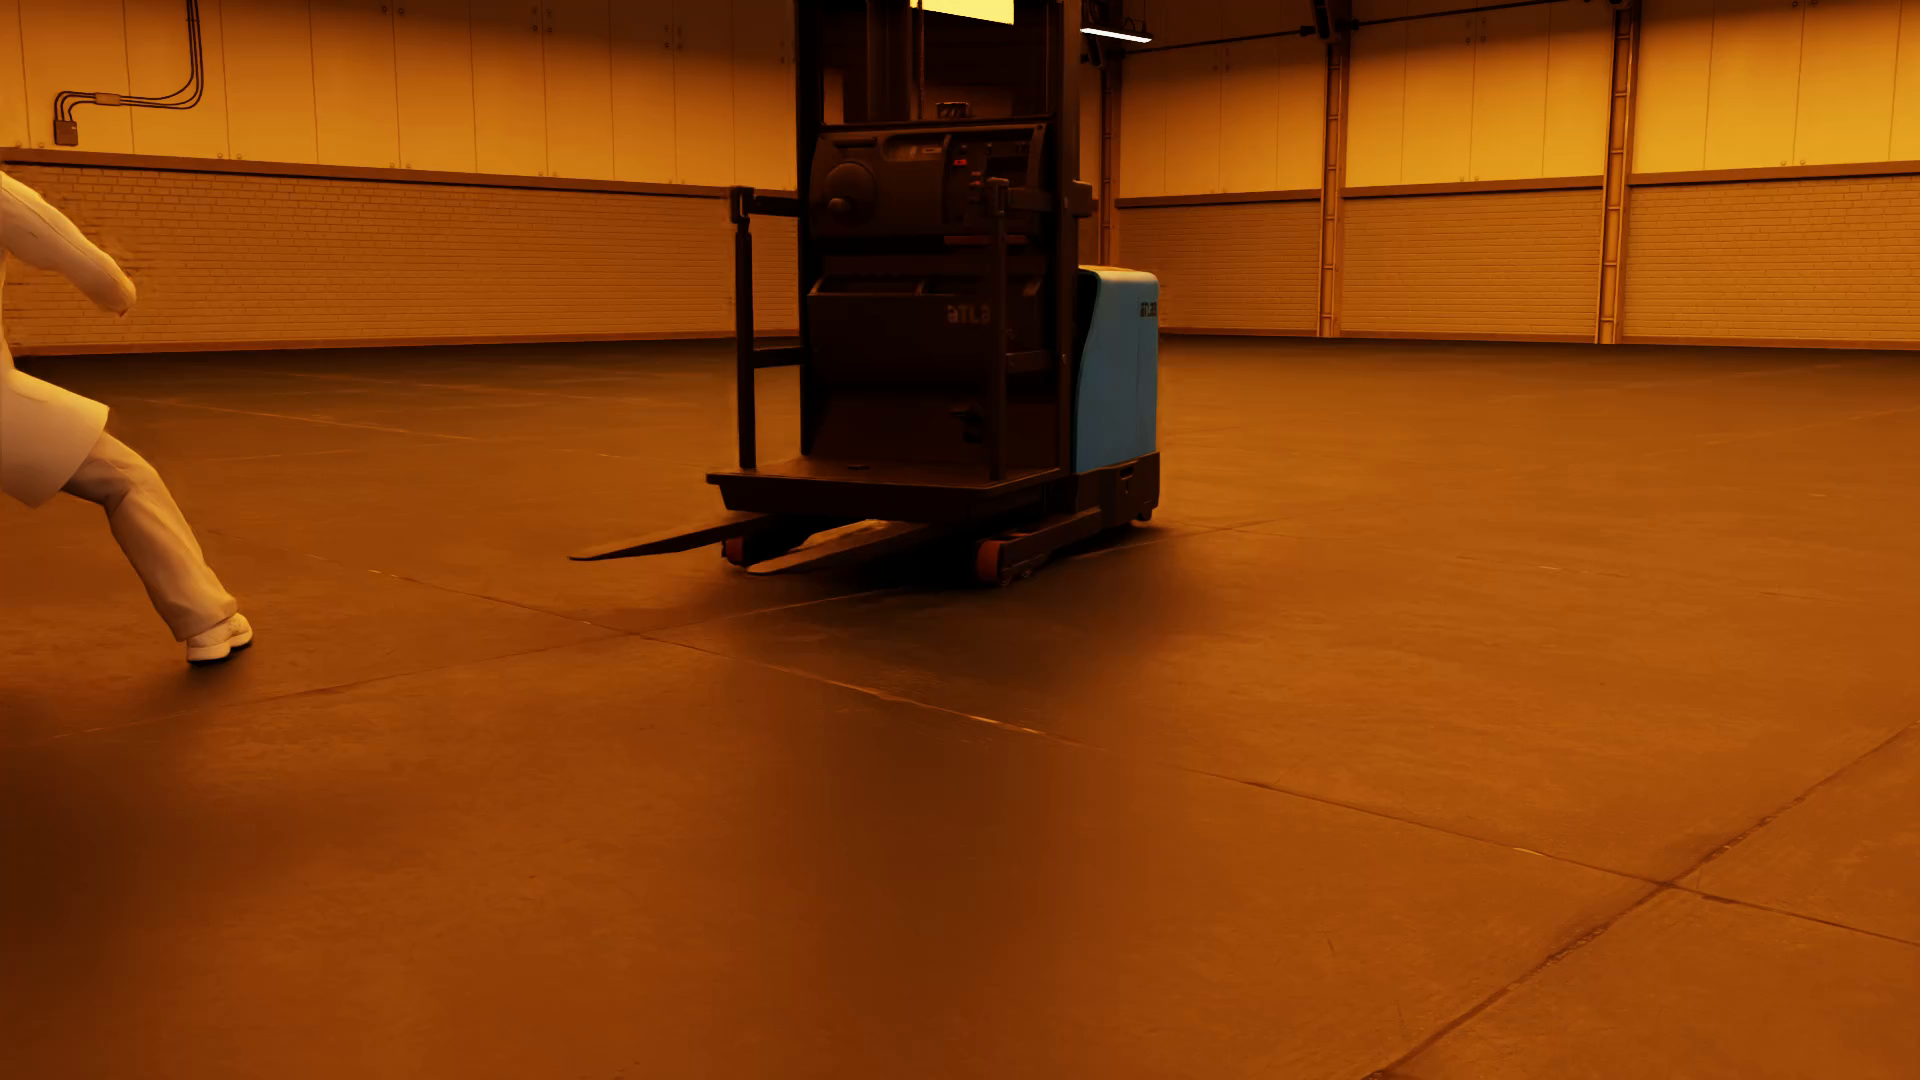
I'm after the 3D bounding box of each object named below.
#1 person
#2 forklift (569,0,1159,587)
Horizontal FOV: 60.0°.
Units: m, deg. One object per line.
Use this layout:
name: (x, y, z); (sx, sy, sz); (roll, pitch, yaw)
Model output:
person: (-2.659, -0.446, 4.498); (1.309, 1.542, 0.715); (2, 9, 13)
forklift: (-0.214, -1.361, 5.913); (1.130, 2.935, 3.031); (4, 9, 24)
